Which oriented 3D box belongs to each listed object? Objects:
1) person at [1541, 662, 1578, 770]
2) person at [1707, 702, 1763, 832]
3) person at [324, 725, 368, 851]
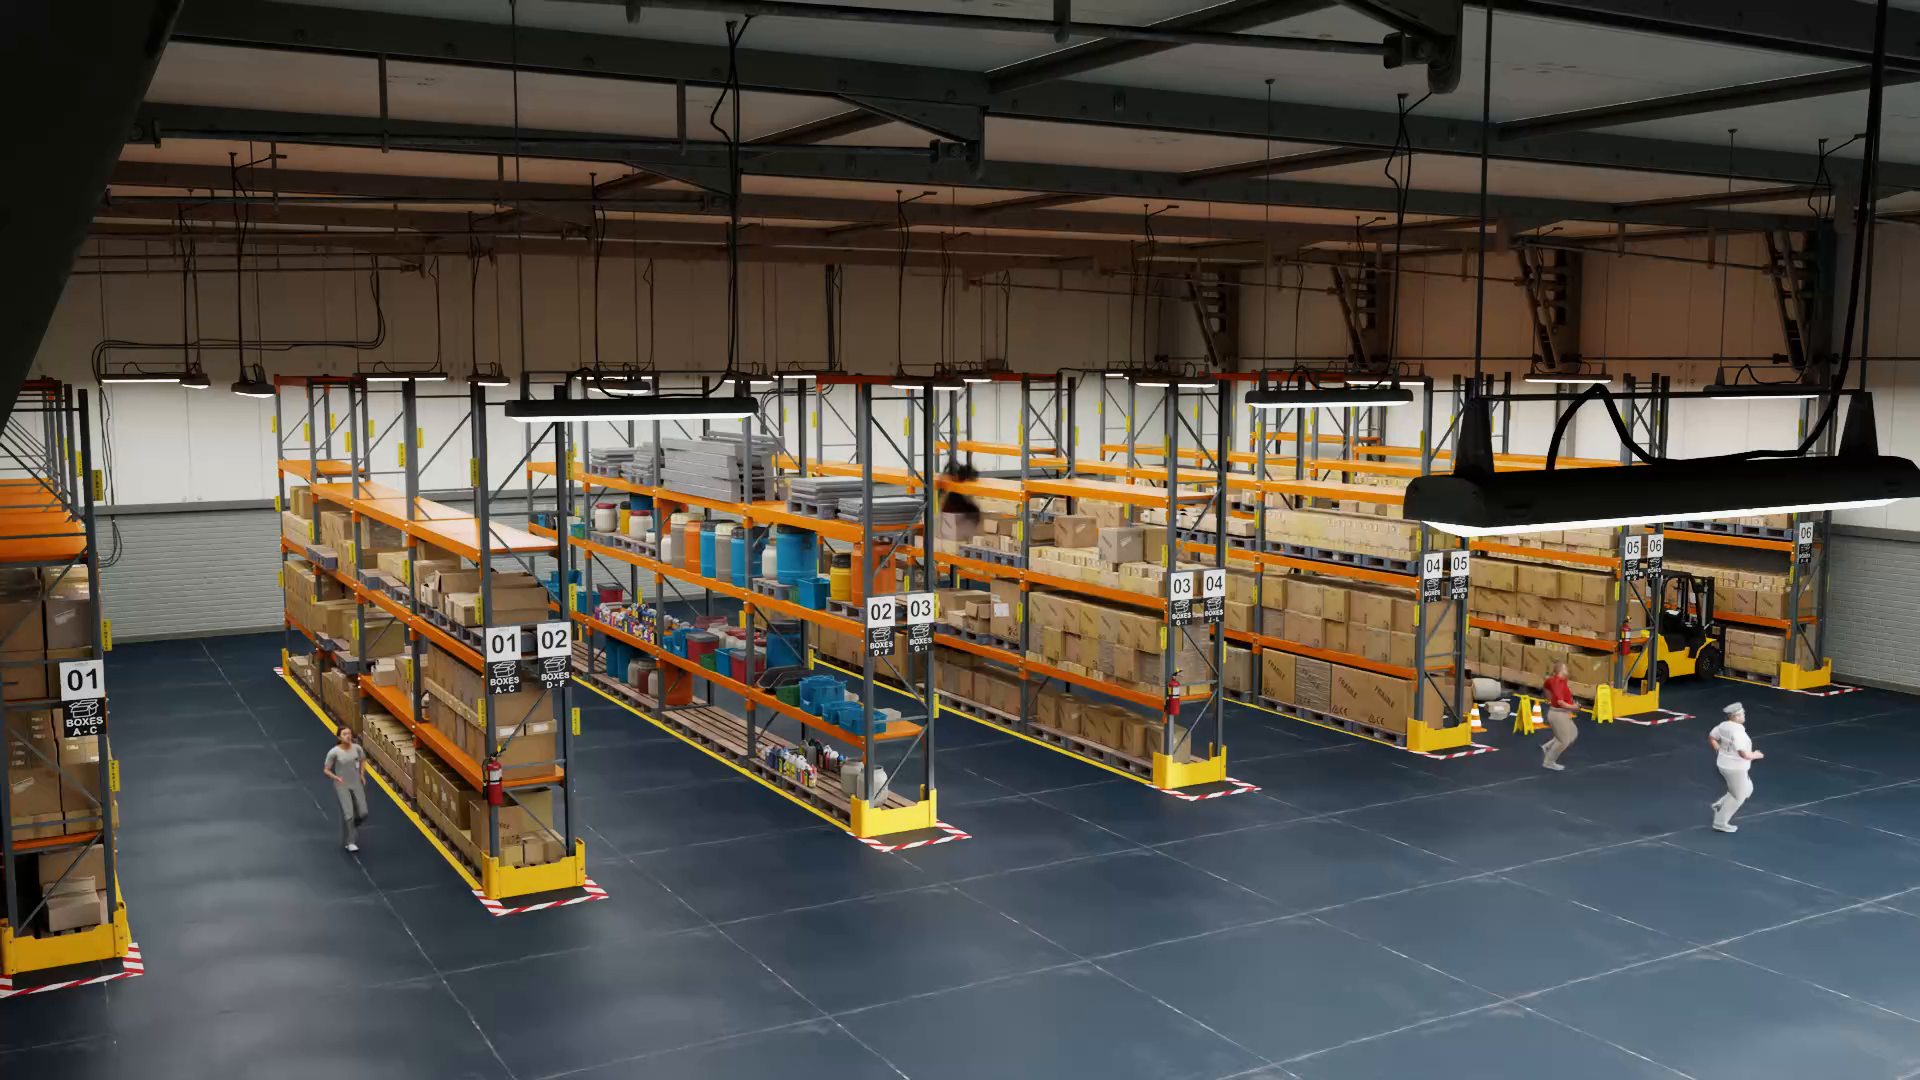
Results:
[{"bbox_3d":[9.244,2.708,25.579,0.535,1.682,0.687,2,7,17],"label":"person"},{"bbox_3d":[10.412,3.027,22.257,0.607,1.743,0.651,0,6,3],"label":"person"},{"bbox_3d":[-7.863,3.195,21.384,0.557,1.601,0.531,-5,8,-39],"label":"person"}]
